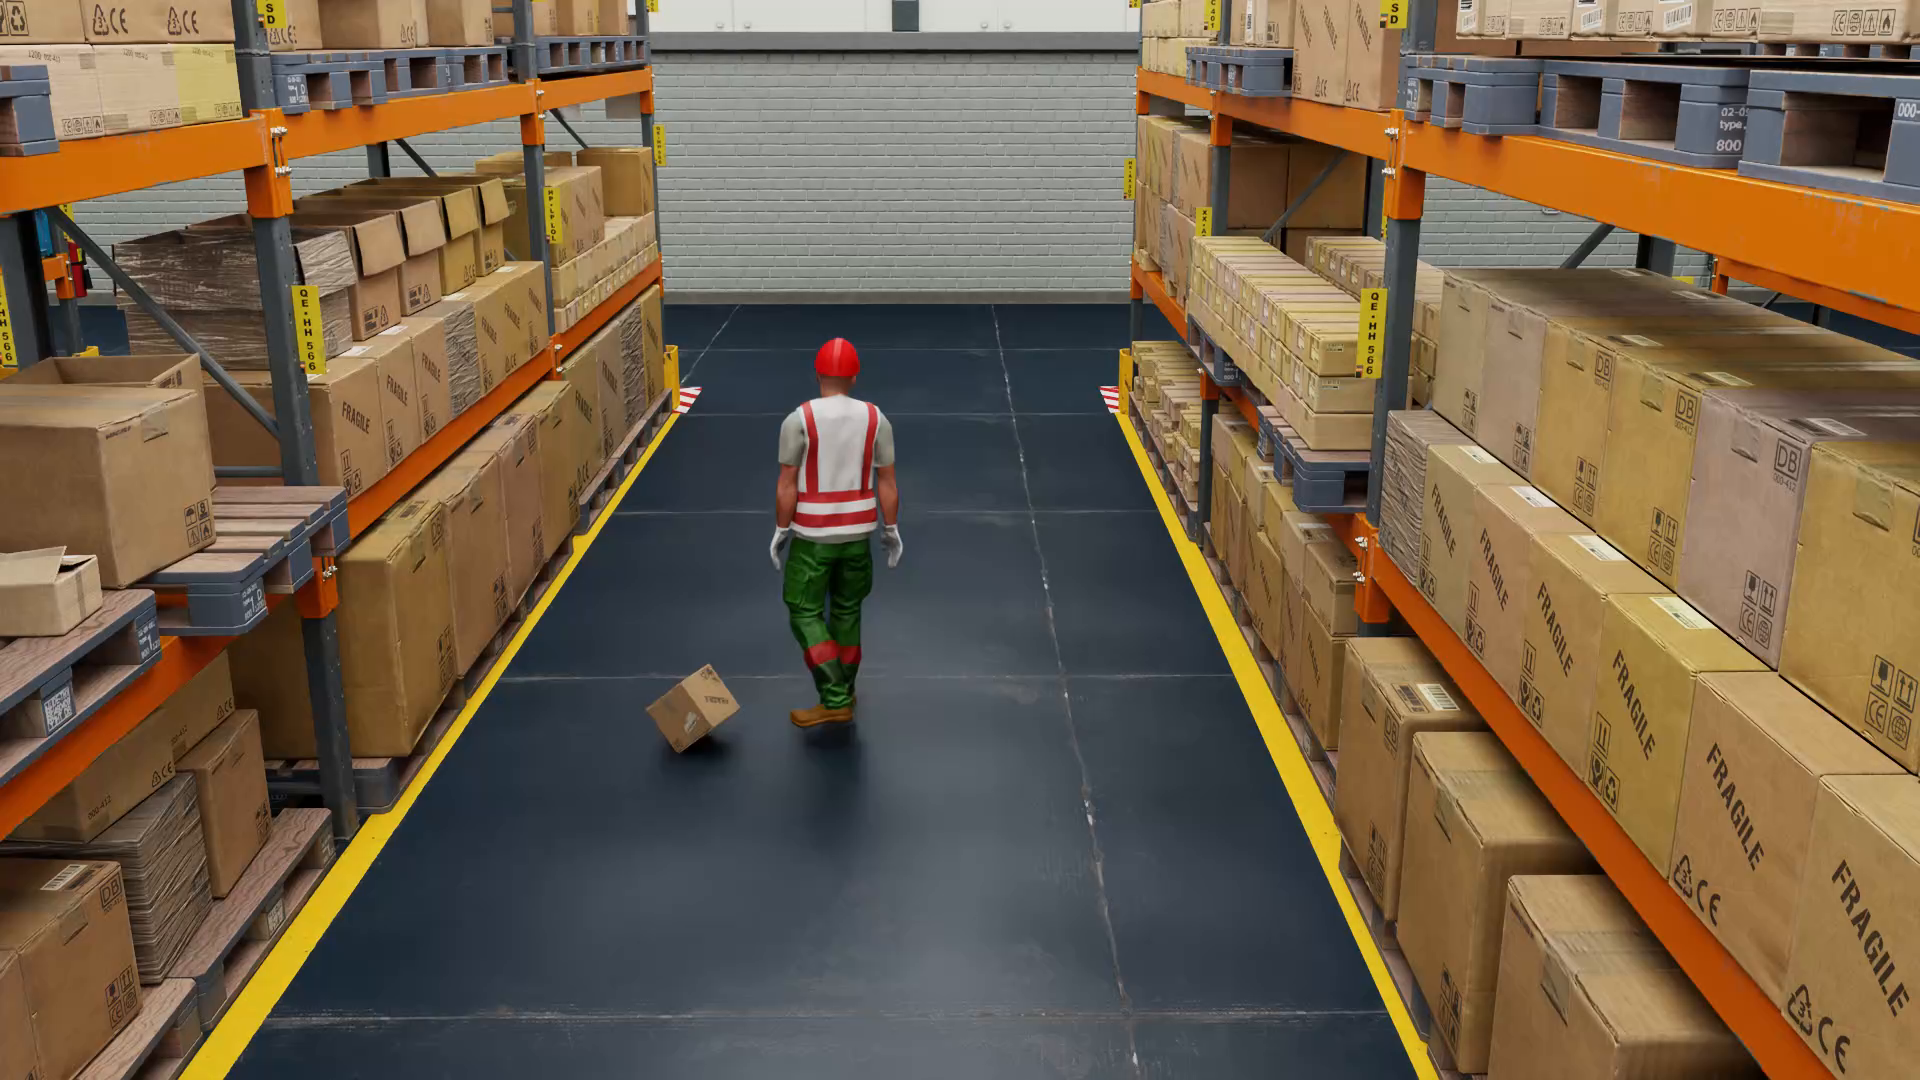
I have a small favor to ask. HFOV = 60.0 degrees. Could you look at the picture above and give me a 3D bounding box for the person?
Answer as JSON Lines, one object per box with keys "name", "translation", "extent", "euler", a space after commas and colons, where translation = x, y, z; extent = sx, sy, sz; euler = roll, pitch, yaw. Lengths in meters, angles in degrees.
{"name": "person", "translation": [-0.546, -0.006, 7.532], "extent": [0.612, 1.781, 0.577], "euler": [-7, 18, -21]}
